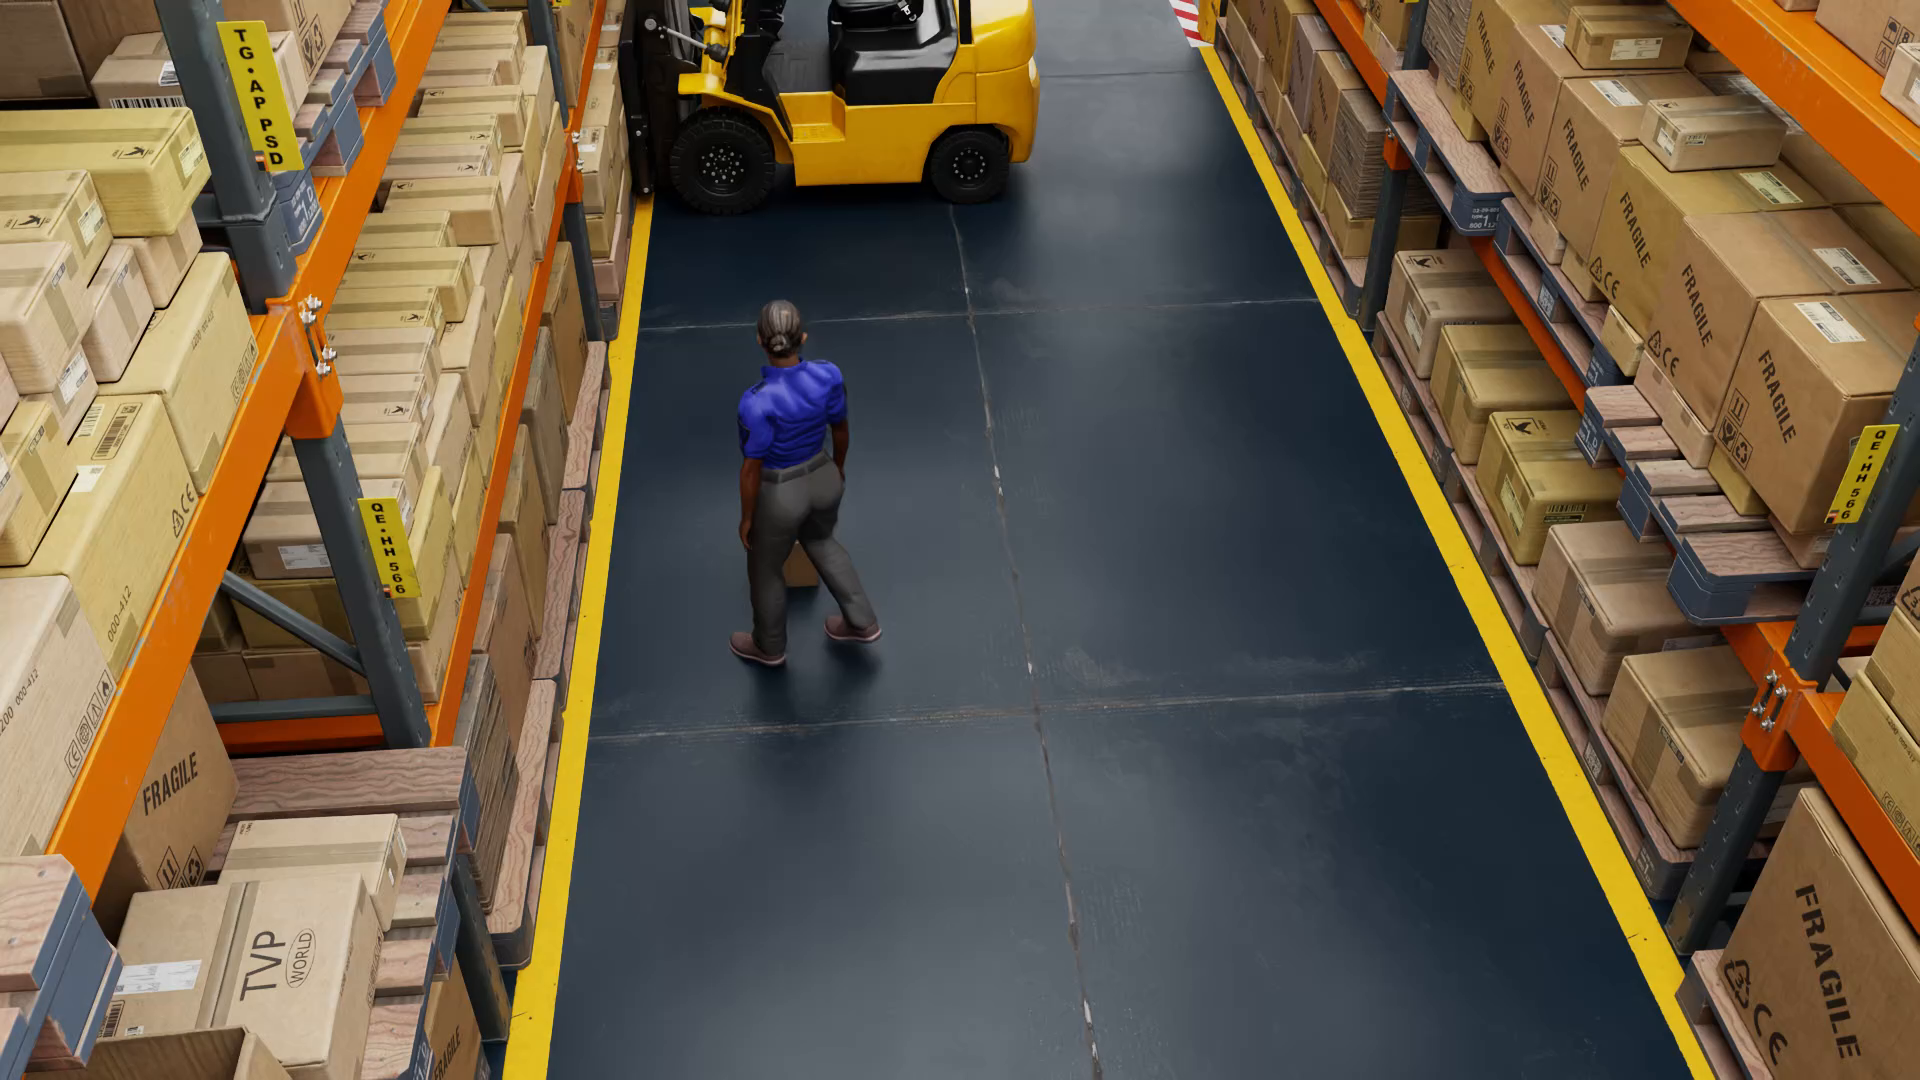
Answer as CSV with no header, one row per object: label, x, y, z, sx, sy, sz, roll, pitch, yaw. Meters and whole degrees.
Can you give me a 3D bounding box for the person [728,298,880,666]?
person,-0.645,-0.177,6.381,0.513,1.661,0.526,-27,47,-29
